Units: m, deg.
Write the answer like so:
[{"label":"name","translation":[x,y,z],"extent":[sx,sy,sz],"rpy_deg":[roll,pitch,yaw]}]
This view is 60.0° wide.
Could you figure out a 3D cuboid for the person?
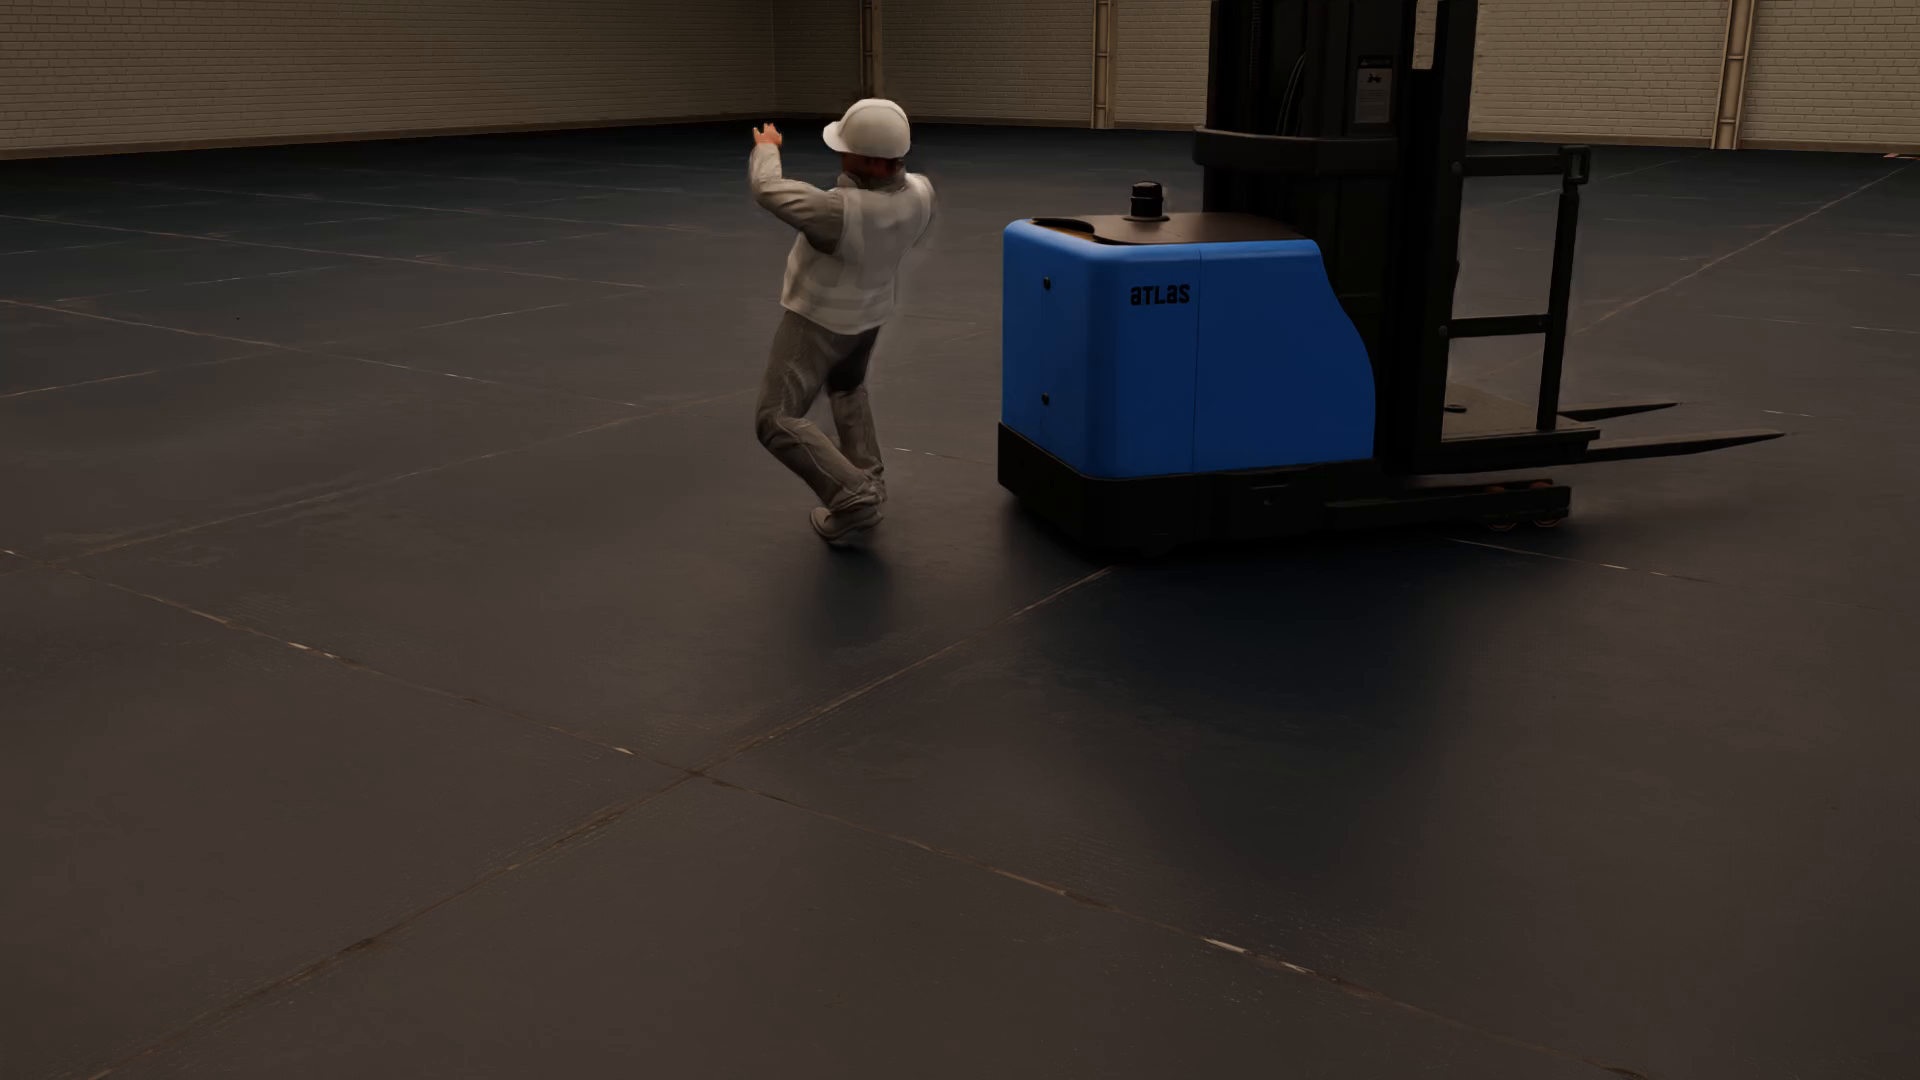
[{"label":"person","translation":[-0.362,-0.828,6.100],"extent":[0.730,1.521,1.024],"rpy_deg":[9,19,26]}]

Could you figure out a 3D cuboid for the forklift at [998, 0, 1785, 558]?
[{"label":"forklift","translation":[1.722,-1.571,6.085],"extent":[3.031,2.935,1.130],"rpy_deg":[-5,17,-17]}]
